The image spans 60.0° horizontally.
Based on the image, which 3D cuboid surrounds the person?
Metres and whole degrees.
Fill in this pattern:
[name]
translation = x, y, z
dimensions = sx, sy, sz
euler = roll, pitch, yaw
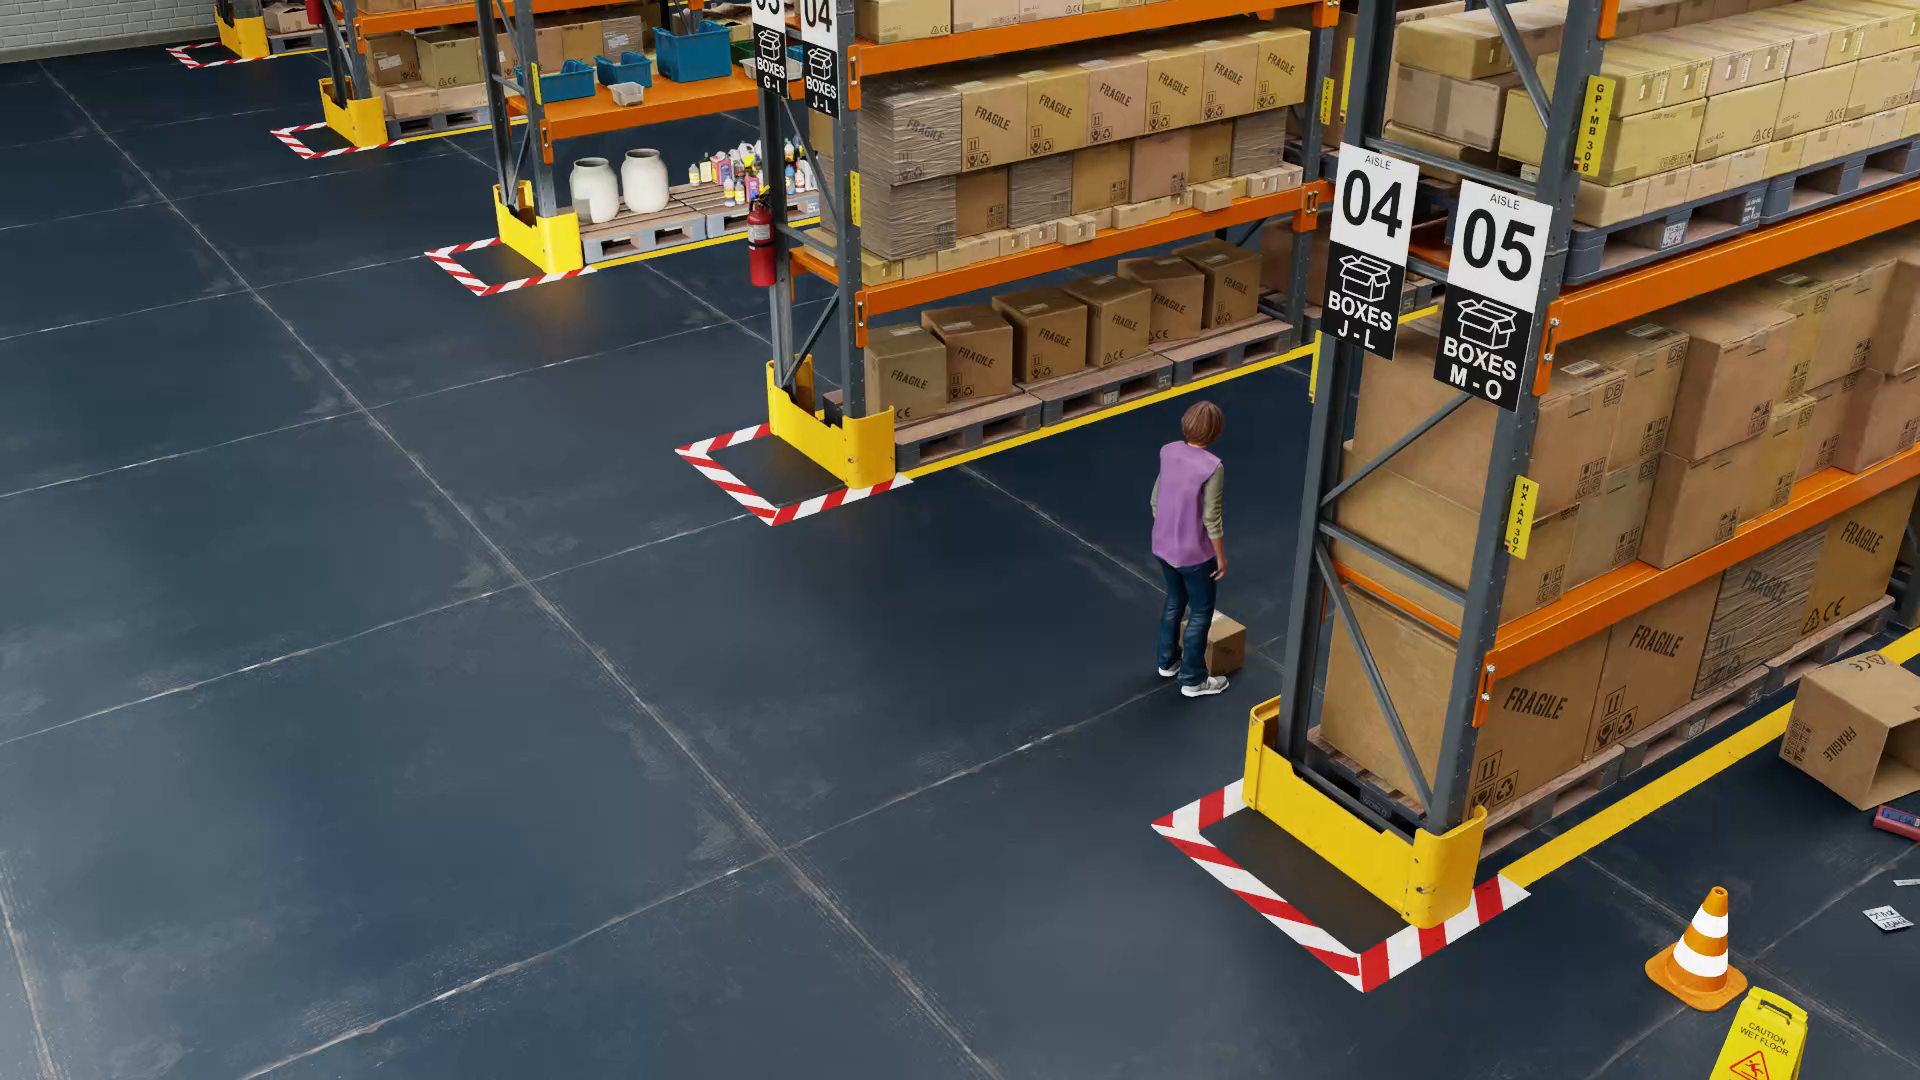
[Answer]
[person]
translation = 1.186, 0.048, 8.562
dimensions = 0.375, 1.581, 0.484
euler = -21, 35, -33
